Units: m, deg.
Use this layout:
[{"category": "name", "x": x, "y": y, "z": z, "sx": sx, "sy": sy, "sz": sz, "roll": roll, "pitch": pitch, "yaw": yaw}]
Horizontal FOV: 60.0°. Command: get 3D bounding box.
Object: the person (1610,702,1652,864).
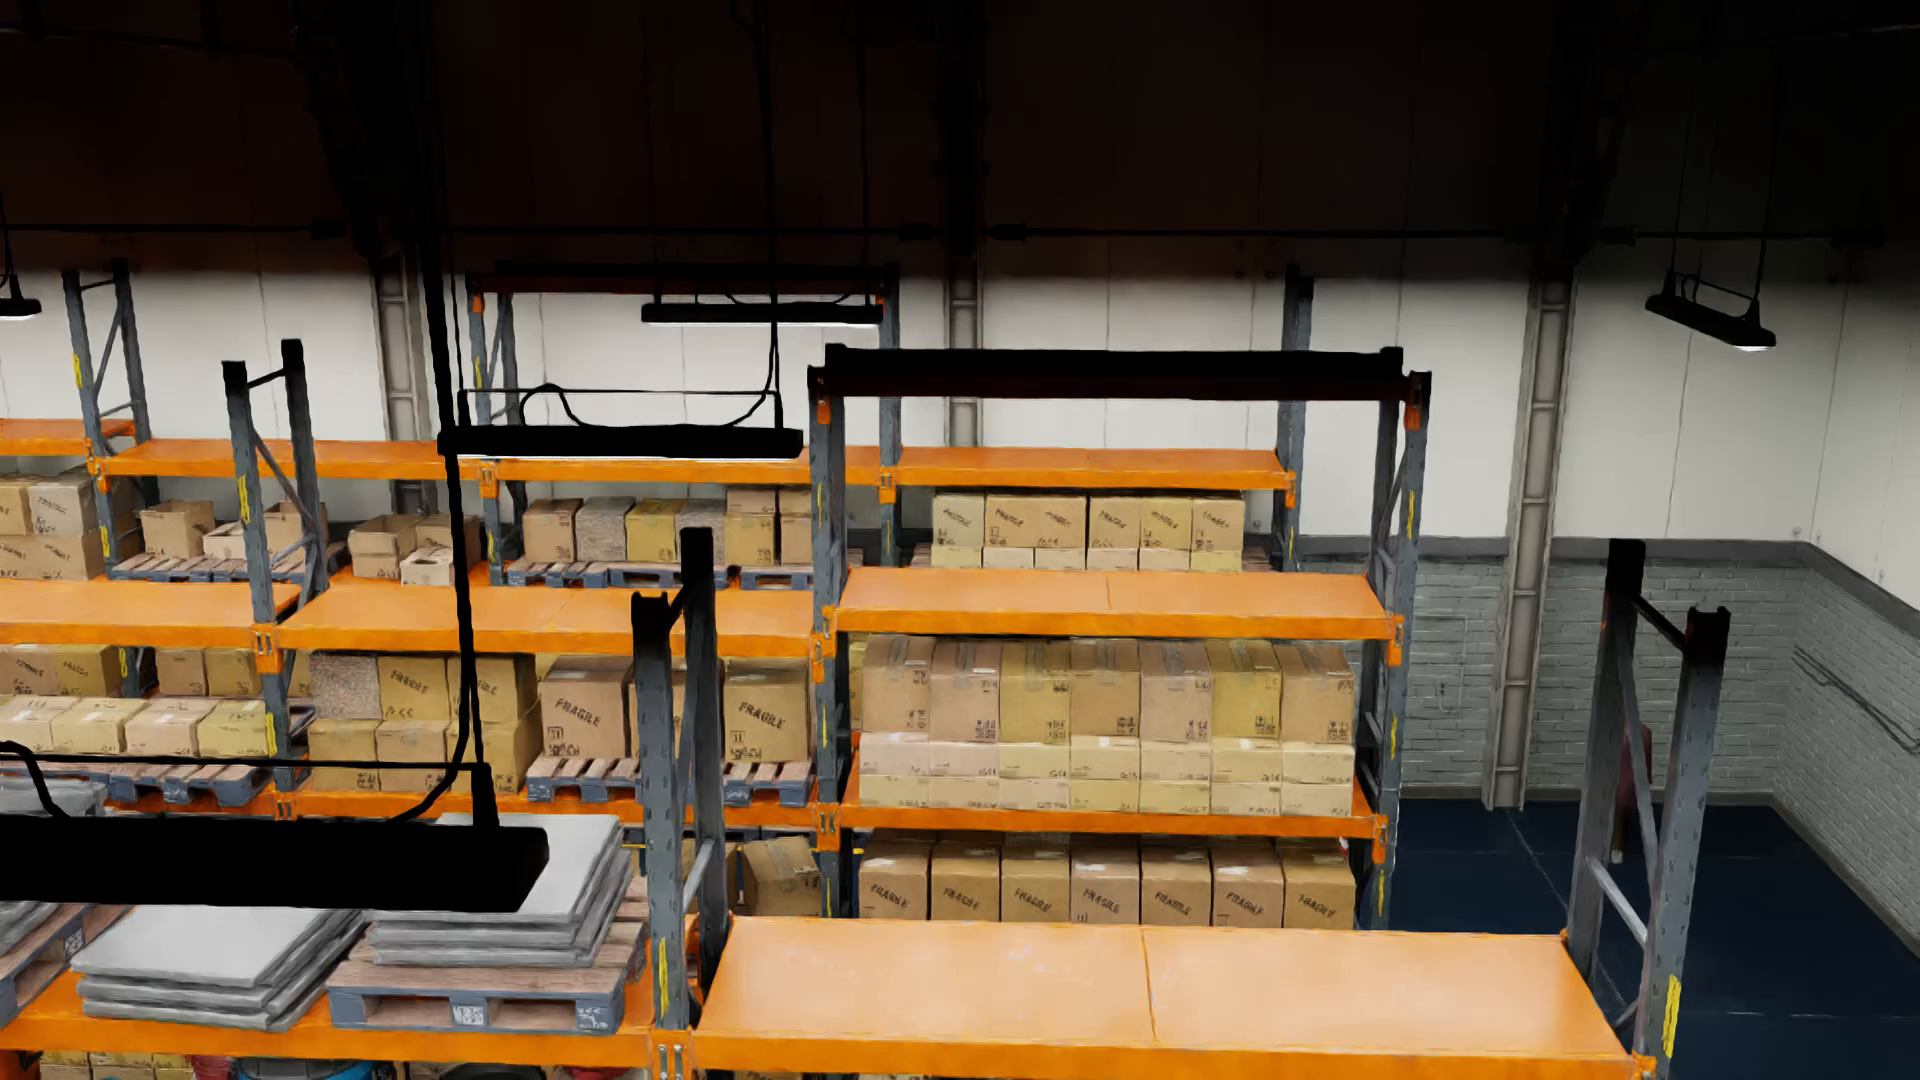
[{"category": "person", "x": 6.770, "y": 2.463, "z": 17.192, "sx": 0.525, "sy": 1.642, "sz": 0.783, "roll": -12, "pitch": 20, "yaw": -36}]
